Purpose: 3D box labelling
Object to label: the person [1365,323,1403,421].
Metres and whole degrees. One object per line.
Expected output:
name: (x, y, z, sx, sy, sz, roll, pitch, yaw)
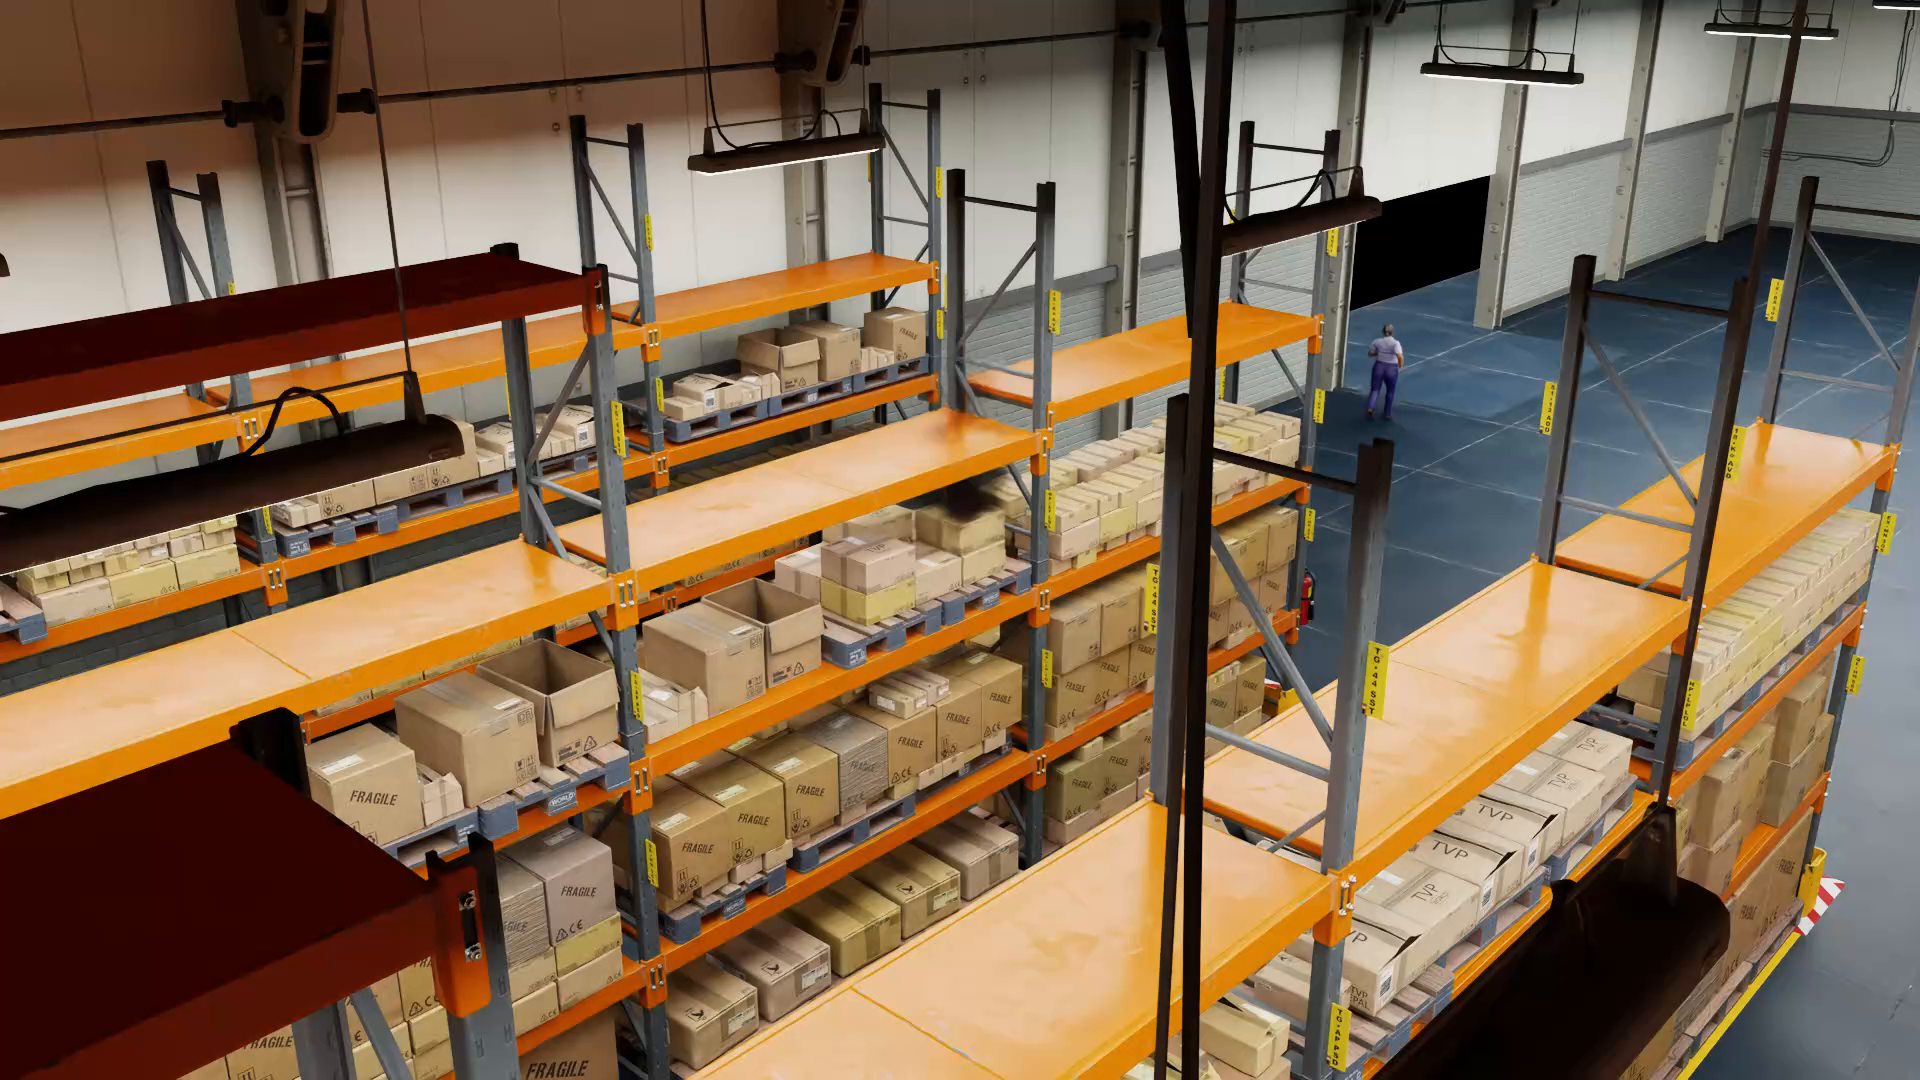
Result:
person: (6.805, -2.679, 26.640, 0.615, 1.624, 0.899, 10, 23, 25)
